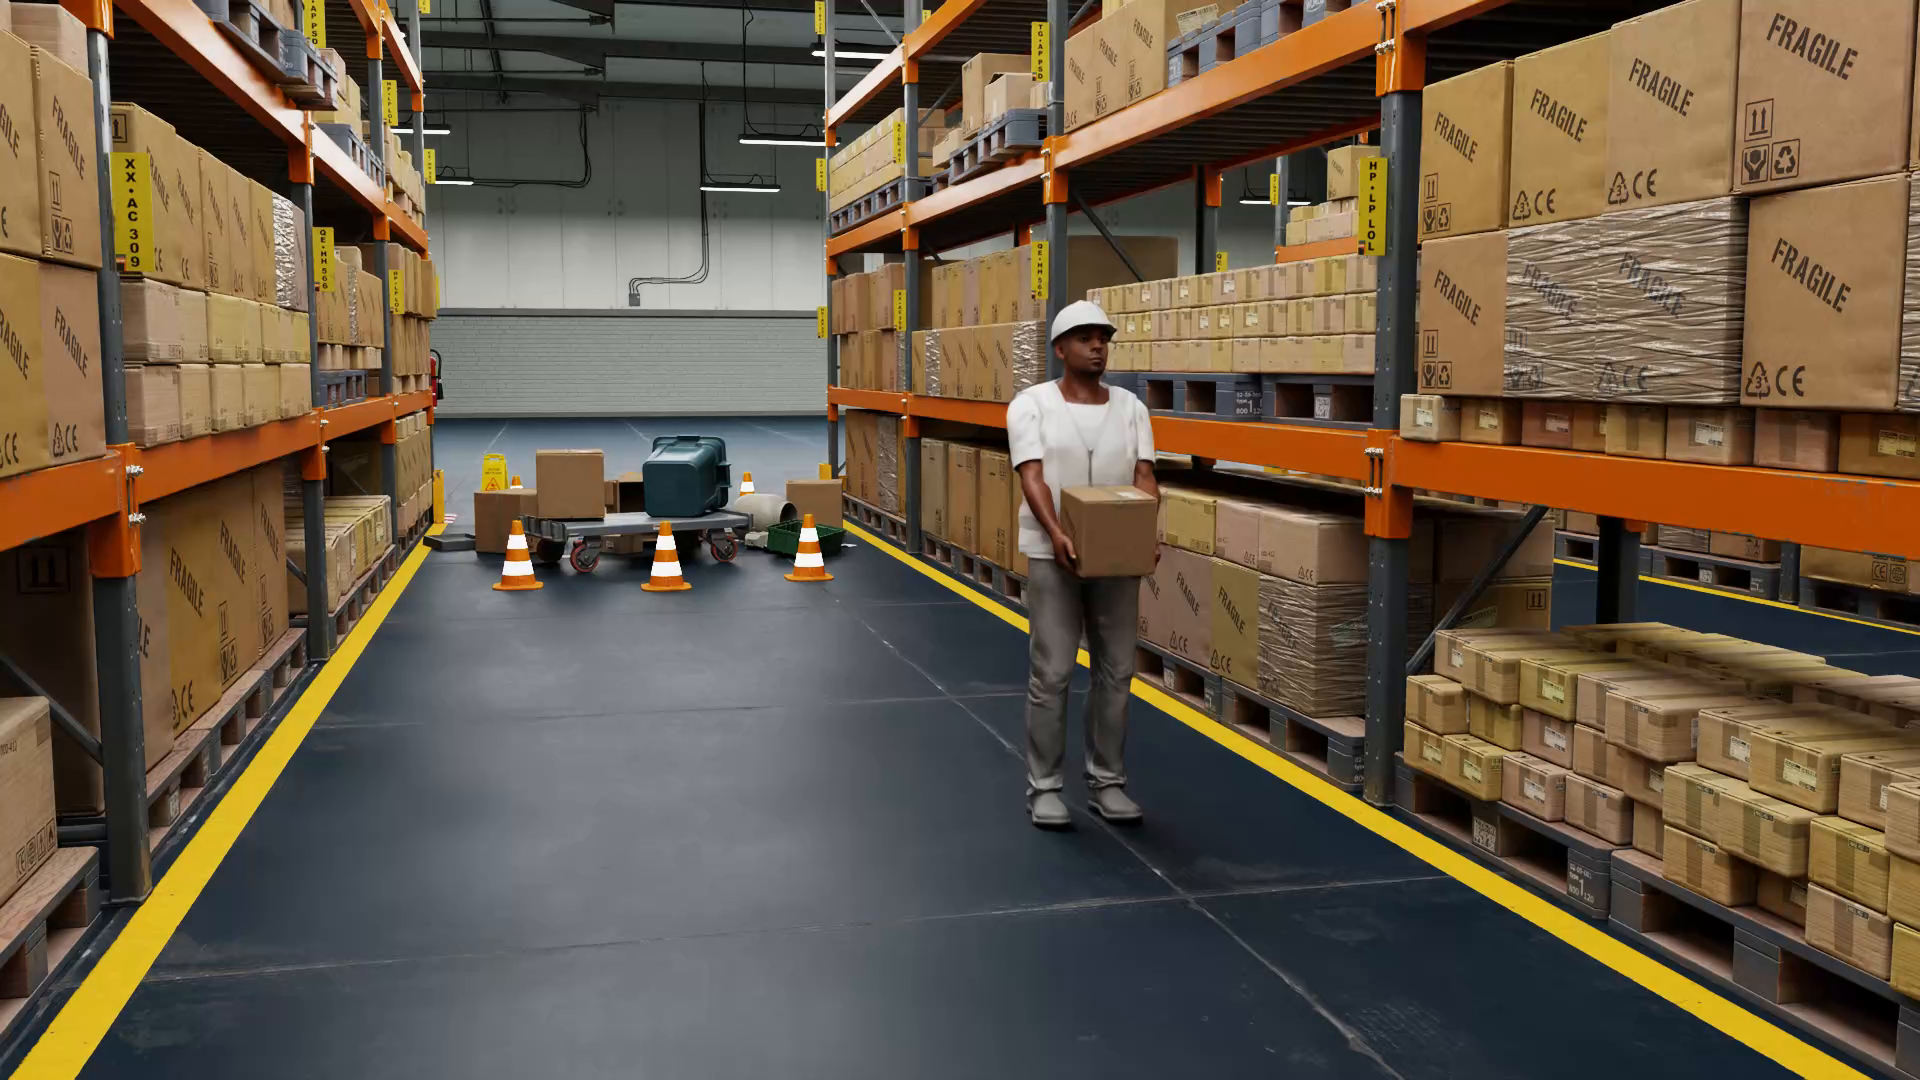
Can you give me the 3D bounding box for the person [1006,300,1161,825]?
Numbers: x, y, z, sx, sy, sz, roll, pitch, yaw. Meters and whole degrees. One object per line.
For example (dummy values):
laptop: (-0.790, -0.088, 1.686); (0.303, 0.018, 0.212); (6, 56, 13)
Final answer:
person: (0.443, 0.076, 5.626); (0.513, 1.769, 0.573); (-2, 6, -14)
